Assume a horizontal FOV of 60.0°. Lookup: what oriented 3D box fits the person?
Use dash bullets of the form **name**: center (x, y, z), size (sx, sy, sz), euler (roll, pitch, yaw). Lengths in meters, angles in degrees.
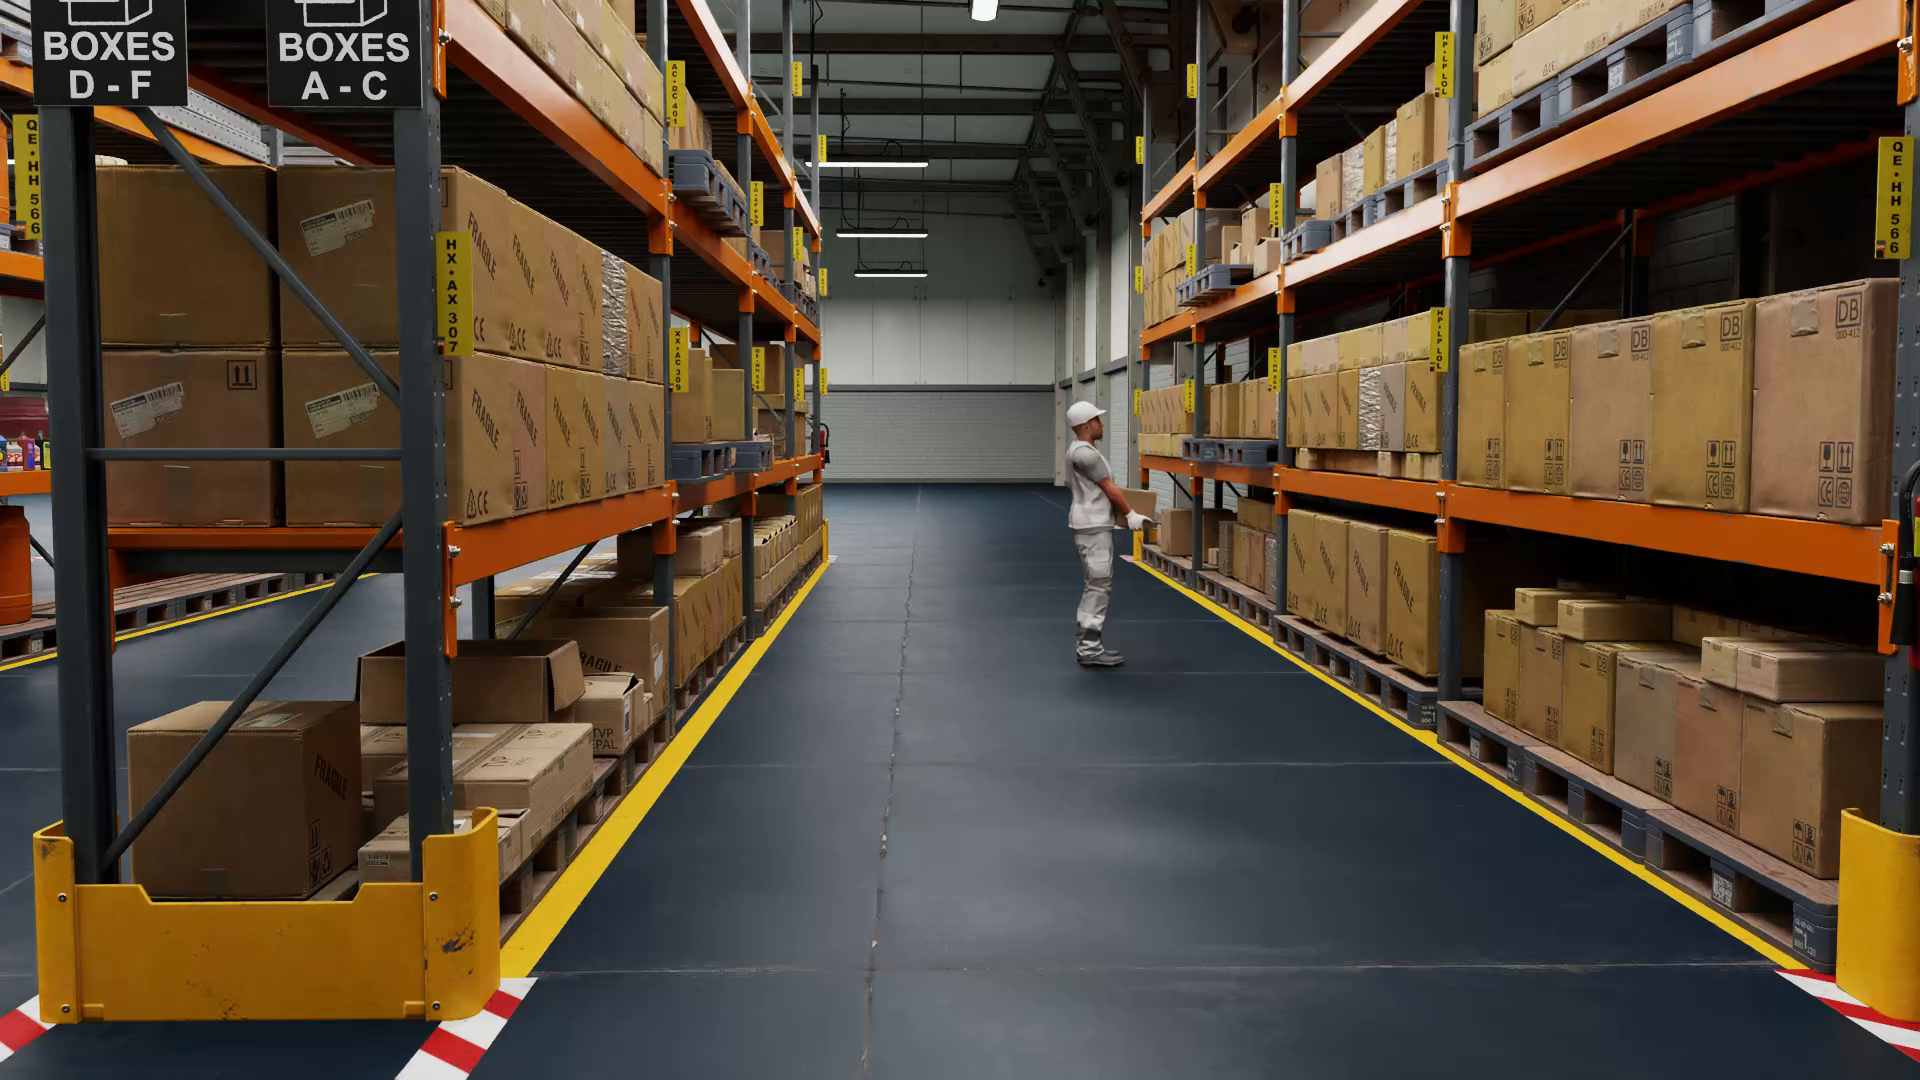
- **person**: center (1.006, -0.049, 11.304), size (0.573, 1.782, 0.493), euler (0, 4, -1)
